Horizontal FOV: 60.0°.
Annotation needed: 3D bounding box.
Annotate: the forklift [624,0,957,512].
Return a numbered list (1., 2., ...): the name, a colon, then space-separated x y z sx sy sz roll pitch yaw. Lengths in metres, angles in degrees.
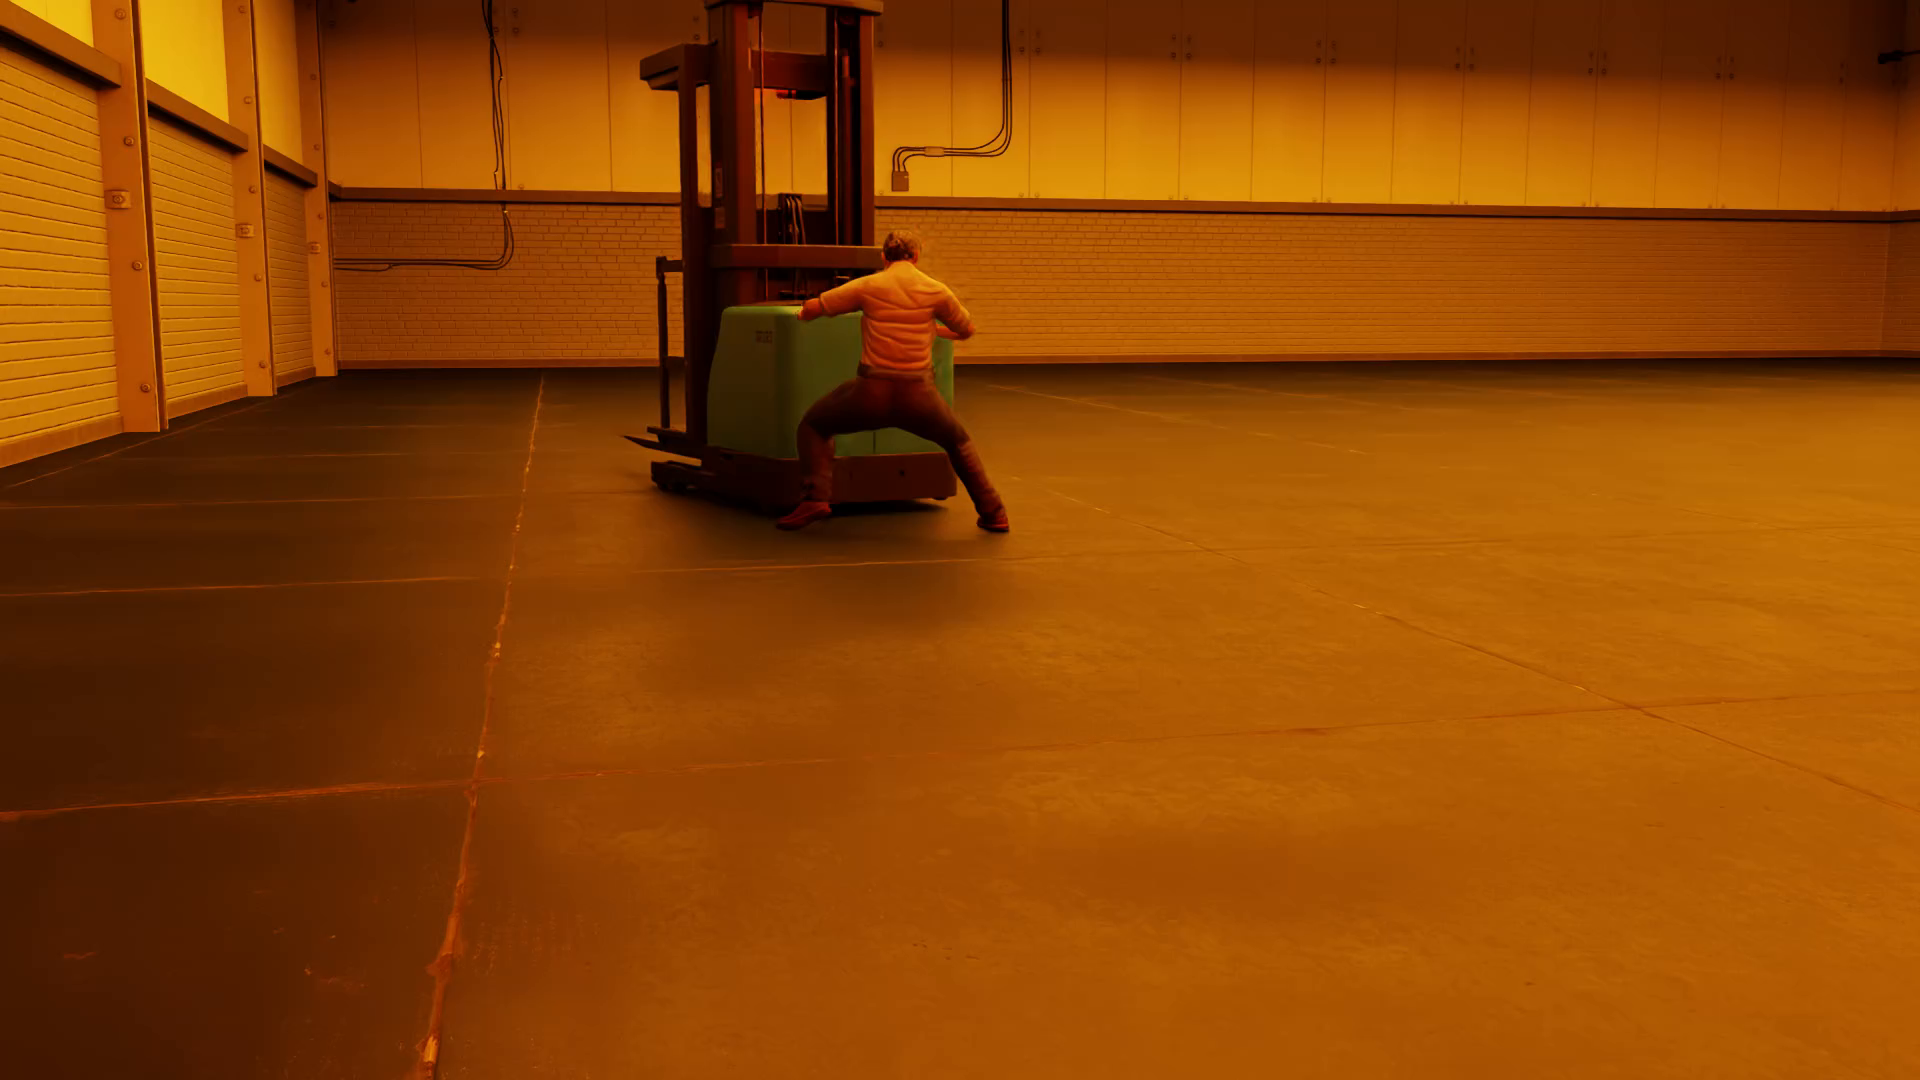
1. forklift: -1.184 -1.762 9.717 1.130 2.935 3.031 -5 9 -29

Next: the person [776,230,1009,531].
1. person: -0.320 -0.745 7.888 1.114 1.426 0.660 0 8 0
